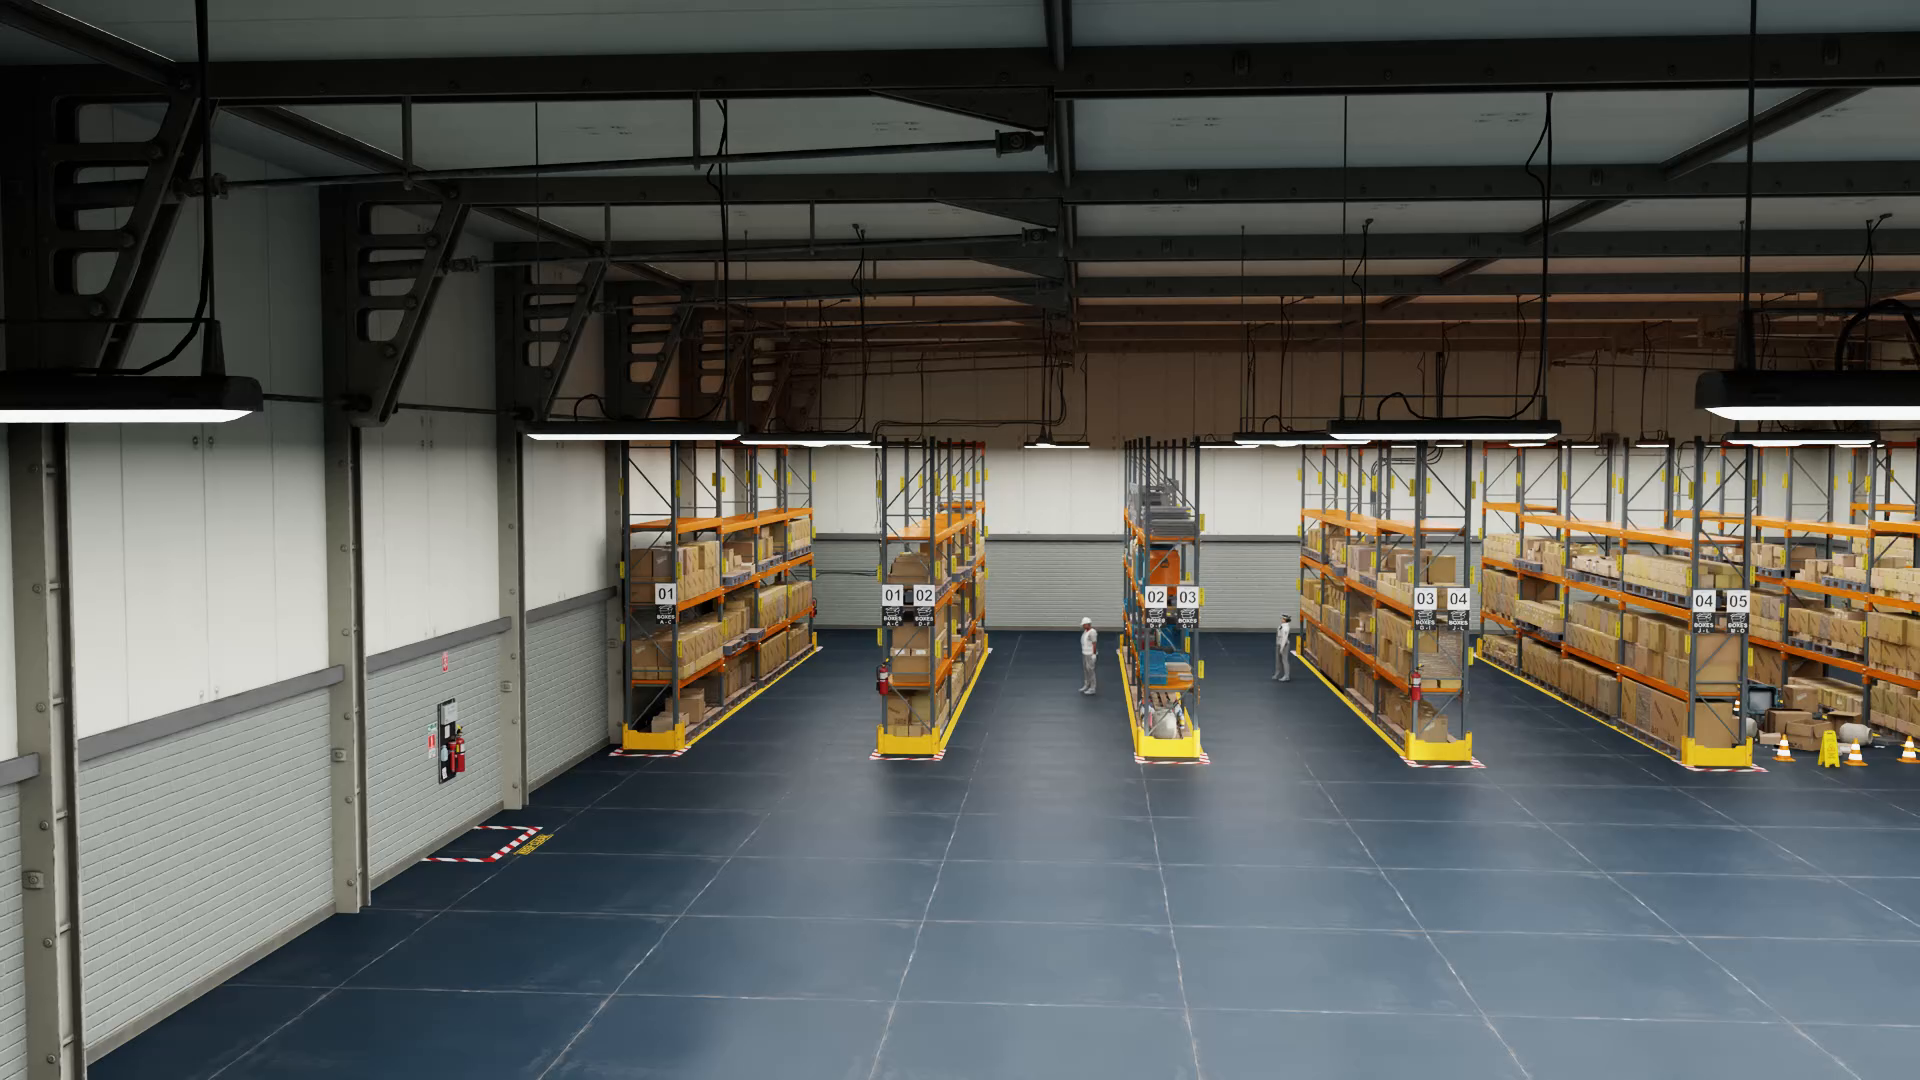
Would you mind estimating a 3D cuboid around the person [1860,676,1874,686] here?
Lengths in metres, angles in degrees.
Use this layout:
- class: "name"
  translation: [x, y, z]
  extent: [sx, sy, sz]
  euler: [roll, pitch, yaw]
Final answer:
- class: "person"
  translation: [22.039, 2.674, 40.395]
  extent: [0.637, 1.822, 0.580]
  euler: [0, 3, -8]

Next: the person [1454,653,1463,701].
- class: "person"
  translation: [11.527, 2.846, 38.393]
  extent: [0.395, 1.676, 0.566]
  euler: [-1, 3, -11]

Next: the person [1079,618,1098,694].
- class: "person"
  translation: [3.043, 2.722, 39.353]
  extent: [0.407, 1.780, 0.630]
  euler: [-1, 3, -11]

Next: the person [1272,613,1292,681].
- class: "person"
  translation: [8.050, 2.660, 41.579]
  extent: [0.440, 1.676, 0.538]
  euler: [-1, 3, -14]
